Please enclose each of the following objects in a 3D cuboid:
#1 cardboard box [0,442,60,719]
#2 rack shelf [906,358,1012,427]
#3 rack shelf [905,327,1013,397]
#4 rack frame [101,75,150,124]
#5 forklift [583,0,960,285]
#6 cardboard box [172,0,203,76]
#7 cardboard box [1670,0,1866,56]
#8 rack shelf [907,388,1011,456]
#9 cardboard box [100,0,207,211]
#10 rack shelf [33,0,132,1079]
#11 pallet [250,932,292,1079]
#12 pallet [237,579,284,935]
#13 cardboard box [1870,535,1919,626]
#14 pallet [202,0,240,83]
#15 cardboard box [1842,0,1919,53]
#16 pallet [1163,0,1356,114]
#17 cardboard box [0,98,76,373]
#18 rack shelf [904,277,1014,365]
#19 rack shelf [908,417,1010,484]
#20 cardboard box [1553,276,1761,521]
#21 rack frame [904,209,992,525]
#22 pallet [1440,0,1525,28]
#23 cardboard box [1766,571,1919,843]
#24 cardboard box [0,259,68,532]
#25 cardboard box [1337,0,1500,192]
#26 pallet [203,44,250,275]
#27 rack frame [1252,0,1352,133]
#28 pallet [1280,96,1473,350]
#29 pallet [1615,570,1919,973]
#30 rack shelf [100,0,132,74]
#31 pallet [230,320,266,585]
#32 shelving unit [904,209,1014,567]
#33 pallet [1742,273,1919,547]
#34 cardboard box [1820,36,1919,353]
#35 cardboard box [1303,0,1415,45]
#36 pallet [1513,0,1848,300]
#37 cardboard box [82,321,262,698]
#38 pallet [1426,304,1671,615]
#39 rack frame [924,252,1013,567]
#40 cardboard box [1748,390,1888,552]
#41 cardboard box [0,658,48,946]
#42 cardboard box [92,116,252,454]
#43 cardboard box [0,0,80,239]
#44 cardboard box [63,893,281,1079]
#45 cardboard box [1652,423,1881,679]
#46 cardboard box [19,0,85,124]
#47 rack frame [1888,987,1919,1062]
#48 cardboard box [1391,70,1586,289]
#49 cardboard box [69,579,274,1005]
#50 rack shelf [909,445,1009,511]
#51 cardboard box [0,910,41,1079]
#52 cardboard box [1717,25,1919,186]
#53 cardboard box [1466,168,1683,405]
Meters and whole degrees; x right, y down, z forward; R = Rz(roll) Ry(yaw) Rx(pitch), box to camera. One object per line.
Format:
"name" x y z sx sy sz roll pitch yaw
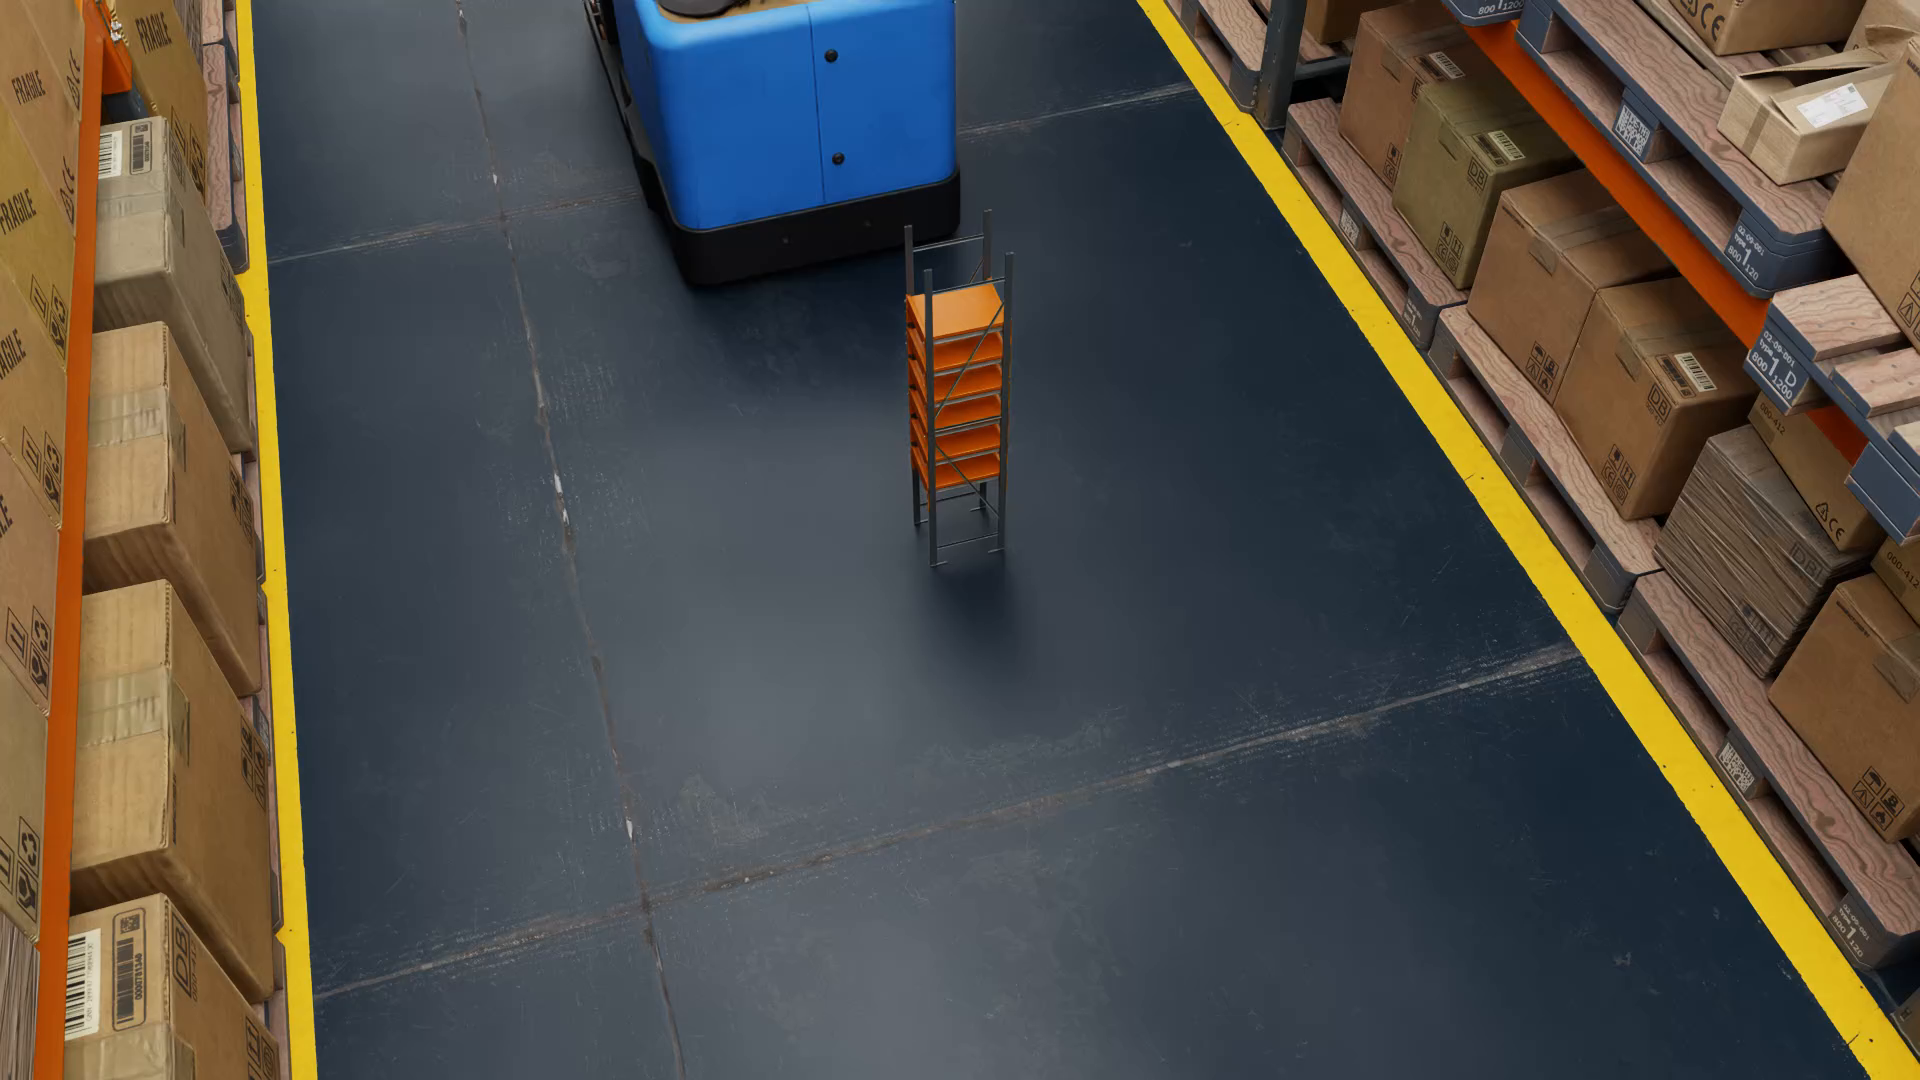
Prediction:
"cardboard box" -2.090 0.065 3.168 0.500 0.500 0.500 -13 51 -11
"rack shelf" -0.004 -0.446 4.742 0.258 0.103 0.180 -13 51 -11
"rack shelf" -0.004 -0.523 4.651 0.258 0.103 0.180 -13 51 -11
"rack frame" -3.096 -1.696 4.718 1.000 3.000 0.127 -13 51 -11
"forklift" -0.943 -3.009 5.870 1.130 2.935 3.031 -14 51 -12
"cardboard box" -3.485 -2.279 6.325 0.875 0.875 0.875 -13 51 -11
"cardboard box" 2.273 -1.667 4.351 0.797 0.503 0.637 -9 50 -7
"rack shelf" -0.004 -0.369 4.834 0.258 0.103 0.180 -13 51 -11
"cardboard box" -3.215 -1.622 5.770 0.875 0.875 0.875 -13 51 -10
"rack shelf" -2.504 -0.003 3.762 1.077 0.370 4.000 -13 51 -11
"pallet" -2.074 1.531 3.821 1.003 0.211 1.213 -13 51 -11
"pallet" -2.431 0.642 4.571 1.003 0.211 1.213 -13 51 -11
"cardboard box" 2.628 0.117 4.046 0.500 0.250 0.500 -11 51 -9
"pallet" -3.611 -2.263 7.020 1.003 0.211 1.213 -13 51 -11
"cardboard box" 2.579 -1.185 4.111 0.500 0.250 0.500 -15 51 -12
"pallet" 1.440 -2.327 7.074 1.003 0.211 1.213 -13 51 -11
"cardboard box" -2.387 -0.669 3.787 0.500 0.500 0.500 -13 51 -11
"rack shelf" -0.004 -0.601 4.559 0.258 0.103 0.180 -13 51 -11
"rack shelf" -0.004 -0.291 4.926 0.258 0.103 0.180 -13 51 -11
"cardboard box" 2.287 -0.458 5.021 0.700 0.500 0.500 -9 51 -8
"rack frame" -0.031 -0.464 4.857 0.240 1.200 0.006 -13 51 -11
"pallet" 1.759 -2.091 5.176 1.003 0.211 1.213 -13 51 -11
"cardboard box" 2.638 0.357 4.334 0.700 0.500 0.500 -16 52 -13
"cardboard box" -2.235 -0.299 3.475 0.500 0.500 0.500 -14 51 -11
"cardboard box" 1.833 -1.627 6.006 0.700 0.500 0.500 -17 52 -14
"pallet" -3.246 -1.370 6.267 1.003 0.211 1.213 -13 51 -11
"rack frame" 1.672 -2.744 5.601 1.000 3.000 0.127 -13 51 -11
"pallet" 1.904 -1.277 6.188 1.003 0.211 1.213 -13 51 -11
"pallet" 2.625 0.505 4.686 1.003 0.211 1.213 -13 51 -11
"rack shelf" -3.687 -2.925 6.224 1.077 0.370 4.000 -13 51 -11
"pallet" -2.796 -0.251 5.323 1.003 0.211 1.213 -13 51 -11
"shelving unit" -0.004 -0.397 4.800 0.258 1.200 0.189 -13 51 -11
"pallet" 2.542 -0.257 3.630 1.213 0.211 1.003 -13 51 -11
"cardboard box" 2.396 -0.760 3.589 0.700 0.500 0.500 -7 50 -6
"cardboard box" 1.592 -2.375 6.650 0.500 0.500 0.500 -15 51 -12
"pallet" 2.230 -1.197 4.423 1.003 0.211 1.213 -13 51 -11
"cardboard box" -2.545 0.032 4.458 1.050 0.750 0.750 -13 51 -11
"pallet" 2.268 -0.384 5.436 1.003 0.211 1.213 -13 51 -11
"rack frame" 0.023 -0.330 4.744 0.240 1.200 0.006 -13 51 -11
"cardboard box" 2.462 -0.268 4.371 0.500 0.250 0.500 -8 50 -7
"cardboard box" -1.941 0.434 2.857 0.500 0.500 0.500 -14 51 -11
"cardboard box" -2.826 -0.673 5.052 1.050 0.750 0.750 -14 51 -11
"cardboard box" -2.537 -1.039 4.098 0.500 0.500 0.500 -14 51 -11
"cardboard box" -2.007 1.350 3.347 1.050 0.750 0.750 -14 51 -11
"cardboard box" 2.461 -0.045 4.674 0.700 0.500 0.500 -17 52 -14
"cardboard box" -2.686 -1.408 4.409 0.500 0.500 0.500 -14 51 -11
"rack frame" 2.855 0.178 3.138 1.000 3.000 0.127 -13 51 -11
"cardboard box" 1.956 -1.274 5.709 0.700 0.500 0.500 -14 51 -11
"cardboard box" -2.269 0.712 3.884 1.050 0.750 0.750 -13 51 -10
"rack shelf" -0.004 -0.214 5.018 0.258 0.103 0.180 -13 51 -11
"cardboard box" -1.788 0.804 2.545 0.500 0.500 0.500 -13 51 -11
"cardboard box" 2.104 -1.071 4.004 0.396 0.266 0.258 -15 51 -12
"cardboard box" 2.122 -0.865 5.365 0.700 0.500 0.500 -17 52 -14
